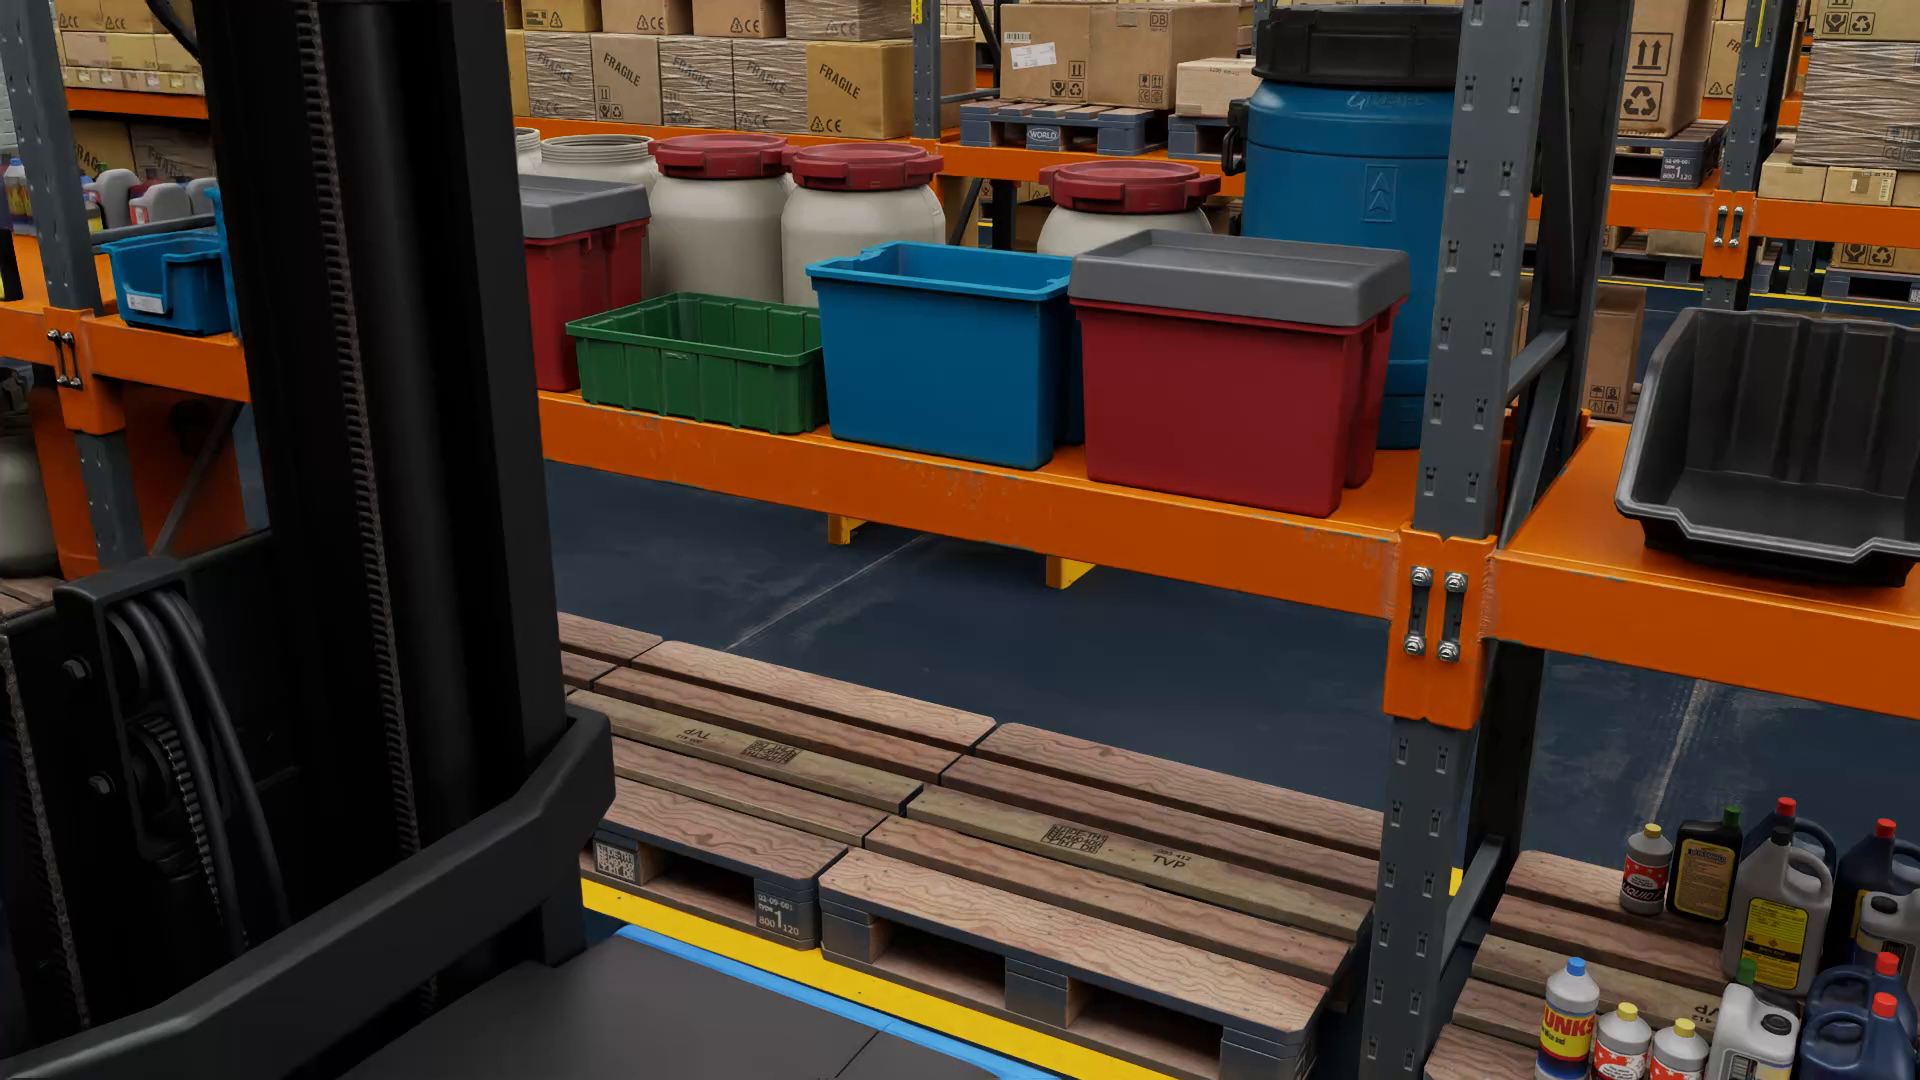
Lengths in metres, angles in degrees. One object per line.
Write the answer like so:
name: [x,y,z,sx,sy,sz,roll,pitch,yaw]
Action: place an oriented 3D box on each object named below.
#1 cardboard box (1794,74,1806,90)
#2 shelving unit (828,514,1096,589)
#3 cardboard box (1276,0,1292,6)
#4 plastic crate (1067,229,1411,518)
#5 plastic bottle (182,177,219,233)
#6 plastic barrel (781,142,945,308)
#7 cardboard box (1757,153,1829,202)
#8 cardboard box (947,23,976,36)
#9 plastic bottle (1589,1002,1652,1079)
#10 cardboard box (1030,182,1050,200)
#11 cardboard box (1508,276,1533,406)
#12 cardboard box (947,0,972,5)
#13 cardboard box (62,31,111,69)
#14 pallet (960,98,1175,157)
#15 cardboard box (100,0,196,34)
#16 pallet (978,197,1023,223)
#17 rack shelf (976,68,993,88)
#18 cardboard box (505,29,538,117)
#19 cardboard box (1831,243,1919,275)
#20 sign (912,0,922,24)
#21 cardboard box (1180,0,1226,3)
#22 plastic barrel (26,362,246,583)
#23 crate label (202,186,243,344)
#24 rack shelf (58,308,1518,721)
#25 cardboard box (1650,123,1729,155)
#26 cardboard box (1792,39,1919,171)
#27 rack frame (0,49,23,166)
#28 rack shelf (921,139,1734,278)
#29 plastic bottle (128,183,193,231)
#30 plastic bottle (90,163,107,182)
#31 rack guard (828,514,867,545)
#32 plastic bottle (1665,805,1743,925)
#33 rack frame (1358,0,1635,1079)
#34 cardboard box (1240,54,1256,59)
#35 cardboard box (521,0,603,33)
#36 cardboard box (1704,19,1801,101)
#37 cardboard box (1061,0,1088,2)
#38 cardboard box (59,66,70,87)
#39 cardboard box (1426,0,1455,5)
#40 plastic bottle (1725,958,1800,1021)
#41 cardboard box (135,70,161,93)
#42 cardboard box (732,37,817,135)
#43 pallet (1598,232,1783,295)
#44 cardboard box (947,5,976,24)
cardboard box: [10.326,-5.390,20.192,0.625,0.625,0.875,12,23,30]
shelving unit: [0.067,-0.692,6.574,1.083,1.500,0.587,11,23,27]
cardboard box: [3.424,-5.745,17.791,0.500,0.250,0.500,10,22,26]
plastic crate: [0.549,-0.342,3.315,0.583,0.464,0.402,11,23,27]
plastic bottle: [-2.591,-1.098,5.674,0.135,0.276,0.152,11,23,27]
plastic barrel: [-0.248,-0.733,4.287,0.433,0.535,0.433,0,20,0]
cardboard box: [3.577,-1.554,7.118,0.250,0.149,0.380,11,23,27]
cardboard box: [0.081,-4.293,14.053,0.250,0.149,0.380,10,22,25]
plastic bottle: [1.274,0.987,3.205,0.097,0.201,0.097,0,20,0]
cardboard box: [0.928,-3.146,14.190,0.500,0.500,0.500,10,22,25]
cardboard box: [2.604,-1.022,8.305,0.500,0.500,0.700,11,22,27]
cardboard box: [0.088,-4.571,13.948,0.250,0.149,0.380,11,22,27]
cardboard box: [-6.196,-3.617,12.222,0.500,0.250,0.500,10,22,27]
pallet: [0.718,-2.285,9.047,1.003,0.211,1.213,11,23,27]
cardboard box: [-5.761,-3.887,11.865,0.500,0.500,0.500,10,22,26]
pallet: [0.809,-2.945,14.674,1.213,0.211,1.003,11,23,27]
rack shelf: [0.805,-3.916,14.318,4.000,0.370,1.077,11,23,27]
cardboard box: [-2.729,-2.940,10.425,0.500,0.500,0.500,11,23,27]
cardboard box: [6.558,-2.330,11.389,0.875,0.875,0.875,11,23,28]
sign: [-0.224,-2.841,8.600,0.005,0.325,0.100,11,23,27]
cardboard box: [1.900,-4.226,12.997,0.250,0.149,0.380,10,22,25]
plastic barrel: [-2.807,-0.241,5.698,0.708,0.830,0.600,11,23,27]
crate label: [-1.636,-0.759,4.506,0.616,0.435,0.502,11,23,27]
rack shelf: [-0.625,-0.317,4.395,4.000,0.370,1.077,11,23,27]
cardboard box: [7.281,-3.914,16.495,0.625,0.372,0.950,12,23,31]
cardboard box: [3.899,-1.891,7.095,0.500,0.500,0.875,11,23,27]
rack frame: [-6.940,-3.793,12.922,0.127,3.000,1.000,11,23,27]
rack shelf: [1.790,-1.791,8.460,4.000,0.370,1.077,11,23,27]
plastic bottle: [-2.666,-1.052,5.549,0.135,0.276,0.152,11,23,27]
plastic bottle: [-3.090,-1.214,5.984,0.133,0.283,0.061,11,23,27]
rack guard: [-0.368,-0.188,7.016,0.087,0.250,0.587,11,23,27]
plastic bottle: [1.702,0.729,3.794,0.133,0.283,0.061,12,23,30]
rack frame: [1.121,-0.322,3.355,0.127,3.000,1.000,11,23,27]
cardboard box: [1.632,-2.400,8.662,0.258,0.266,0.396,10,22,26]
cardboard box: [-2.293,-3.425,10.290,0.637,0.503,0.797,11,23,28]
cardboard box: [5.457,-3.311,11.447,0.500,0.500,0.500,11,22,27]
cardboard box: [1.011,-4.397,13.468,0.250,0.149,0.380,11,23,27]
cardboard box: [-6.566,-3.475,12.414,0.250,0.149,0.380,10,22,27]
cardboard box: [3.830,-4.193,12.413,0.500,0.500,0.700,10,22,26]
plastic bottle: [1.532,0.945,3.200,0.133,0.283,0.061,11,23,27]
cardboard box: [-5.667,-3.304,11.943,0.250,0.149,0.380,11,22,27]
cardboard box: [-0.940,-2.602,9.493,0.500,0.500,0.500,11,22,27]
pallet: [5.333,-2.052,12.212,1.213,0.211,1.003,11,23,27]
cardboard box: [0.095,-4.431,13.999,0.250,0.149,0.380,12,23,29]
